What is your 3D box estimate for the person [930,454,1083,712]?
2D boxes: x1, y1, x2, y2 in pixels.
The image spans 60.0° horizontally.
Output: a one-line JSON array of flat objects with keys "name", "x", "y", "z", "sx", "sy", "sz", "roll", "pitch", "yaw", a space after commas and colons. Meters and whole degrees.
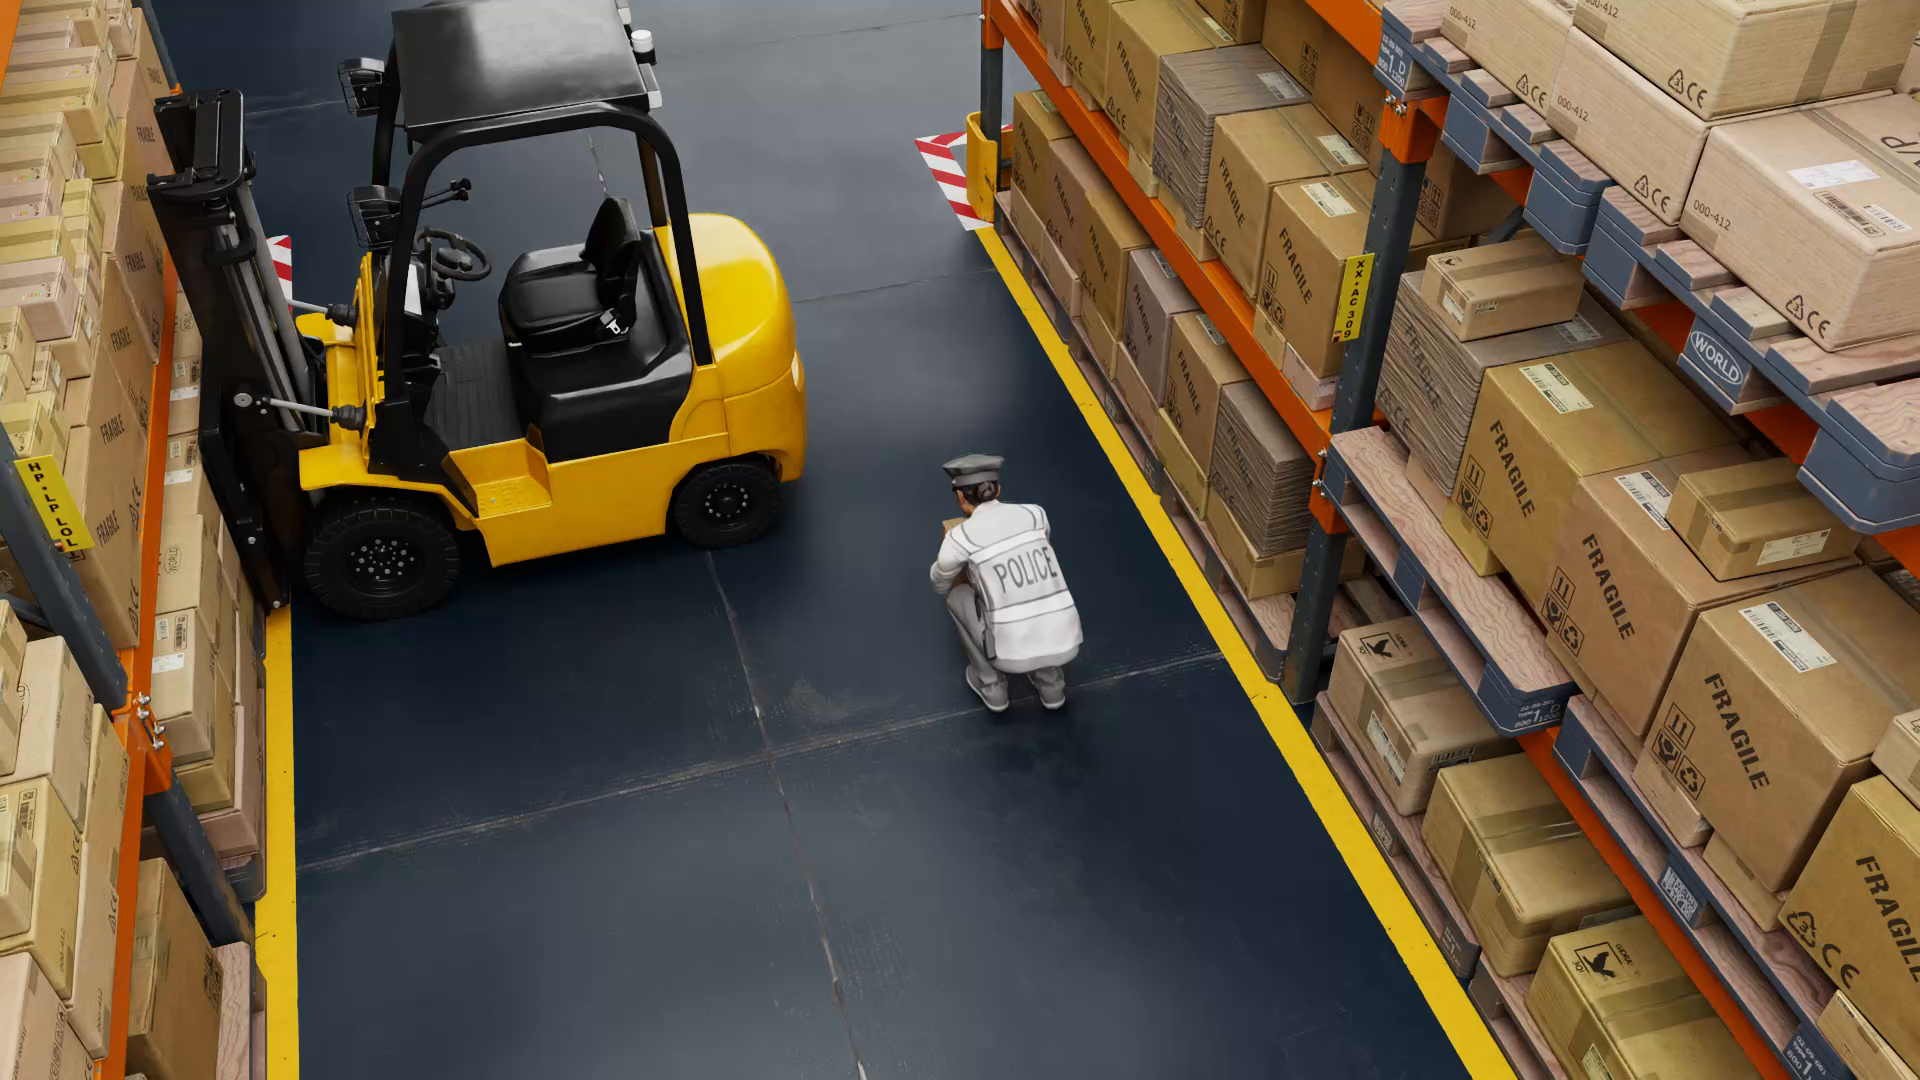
[{"name": "person", "x": 0.171, "y": 0.190, "z": 6.471, "sx": 0.493, "sy": 0.974, "sz": 0.825, "roll": -12, "pitch": 44, "yaw": -13}]
